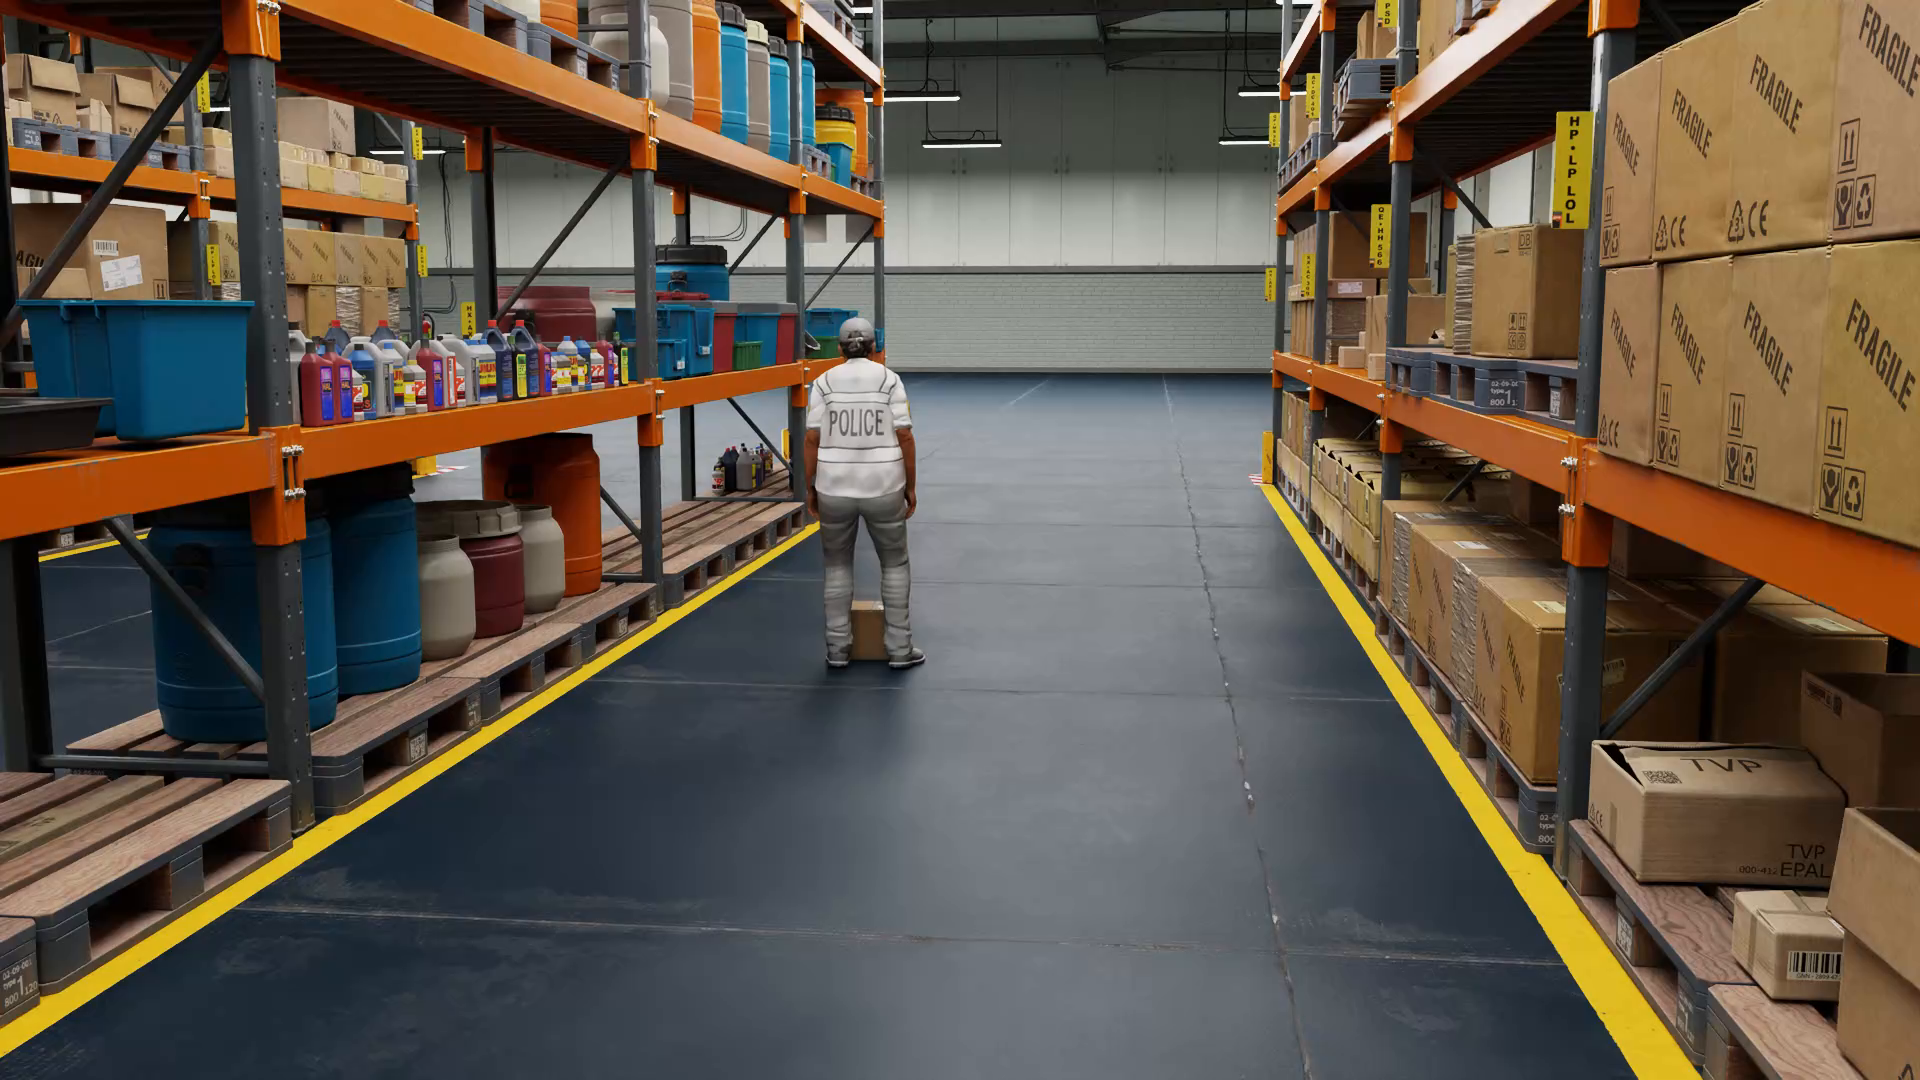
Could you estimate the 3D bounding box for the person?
[{"bbox_3d":[-0.456,-0.225,7.937,0.563,1.666,0.469,0,8,3],"label":"person"}]
